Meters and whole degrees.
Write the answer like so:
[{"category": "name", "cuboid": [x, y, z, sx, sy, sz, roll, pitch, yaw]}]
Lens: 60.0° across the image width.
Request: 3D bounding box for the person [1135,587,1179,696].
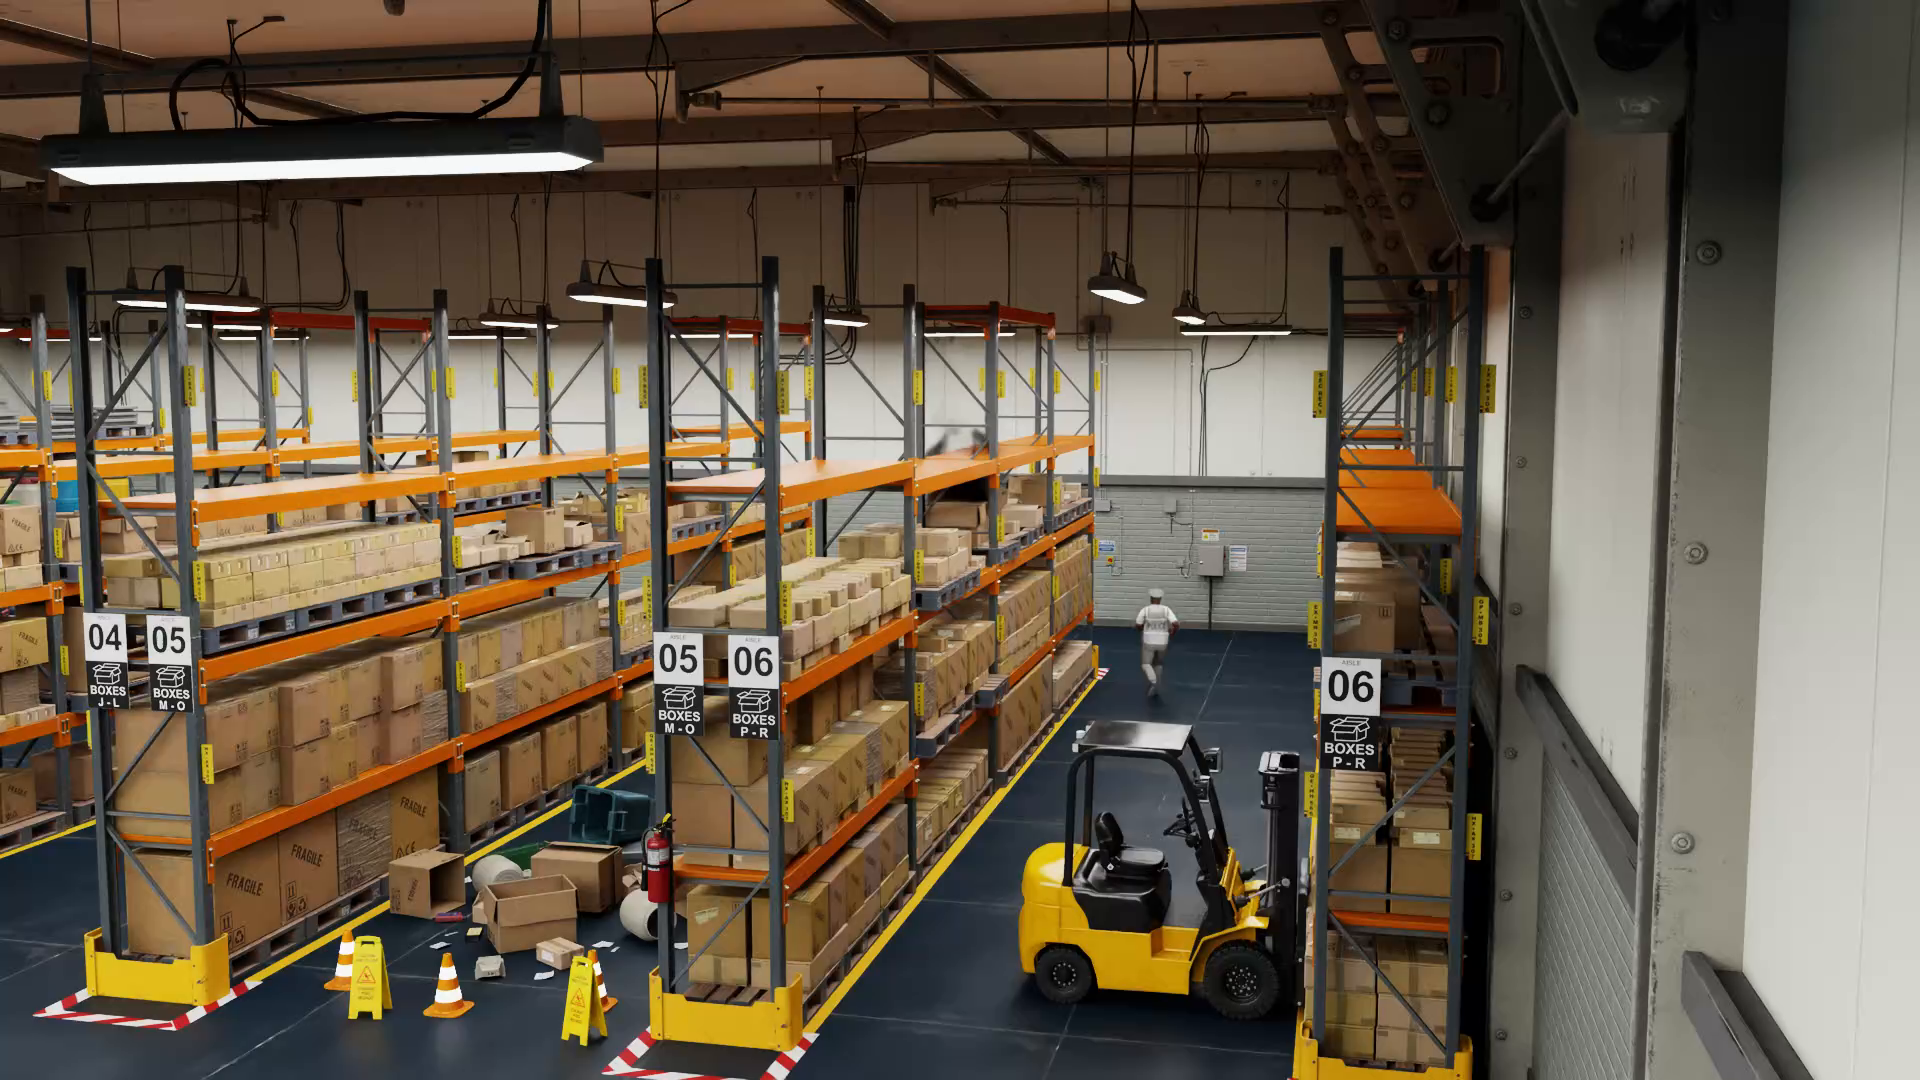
[{"category": "person", "cuboid": [3.094, 1.624, 26.338, 0.675, 1.752, 0.901, 0, 6, -5]}]
